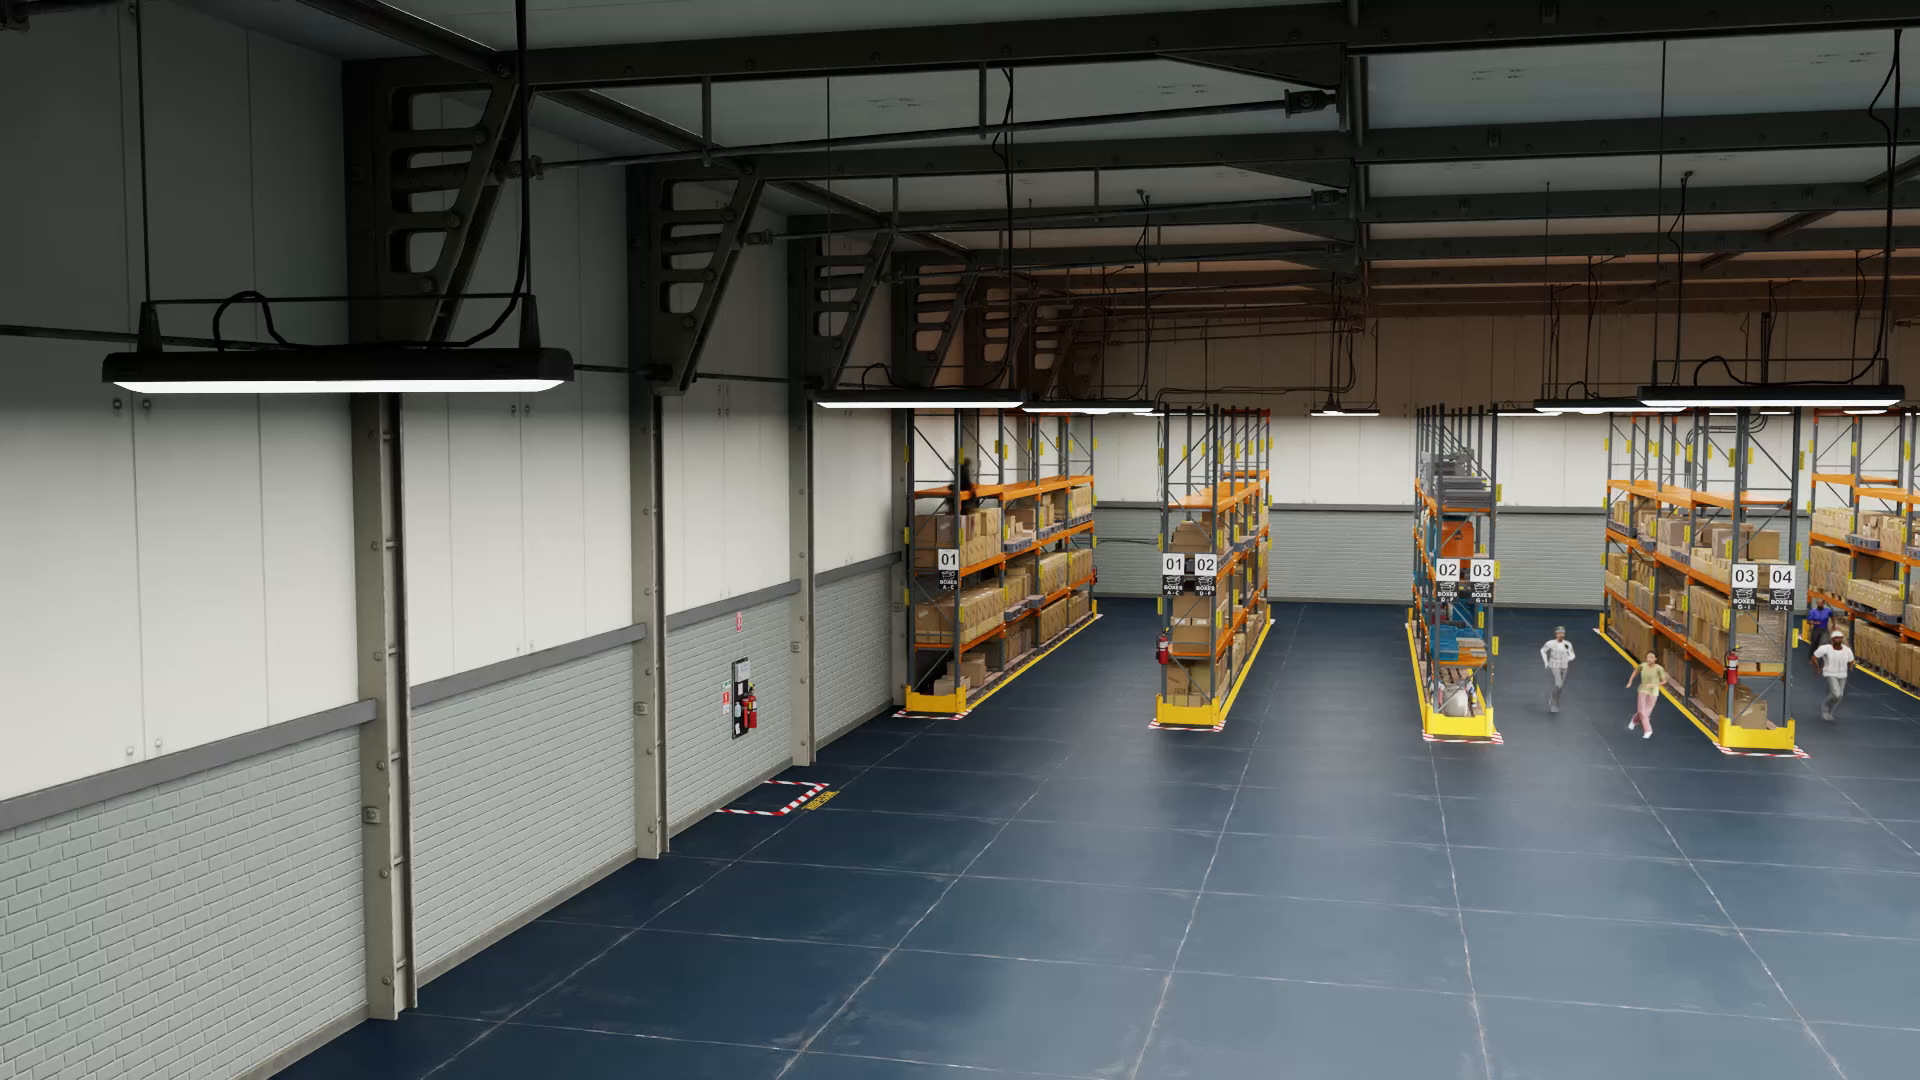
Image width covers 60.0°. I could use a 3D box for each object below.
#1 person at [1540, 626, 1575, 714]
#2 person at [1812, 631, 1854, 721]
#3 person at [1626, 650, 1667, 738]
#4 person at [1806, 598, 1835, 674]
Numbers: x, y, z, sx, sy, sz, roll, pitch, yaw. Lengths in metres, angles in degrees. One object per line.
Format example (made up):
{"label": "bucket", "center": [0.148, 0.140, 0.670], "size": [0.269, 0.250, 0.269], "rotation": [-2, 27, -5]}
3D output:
{"label": "person", "center": [11.678, 2.522, 32.396], "size": [0.561, 1.714, 0.675], "rotation": [0, 4, -6]}
{"label": "person", "center": [16.486, 2.568, 31.273], "size": [0.666, 1.724, 0.657], "rotation": [0, 4, -2]}
{"label": "person", "center": [12.403, 2.777, 30.047], "size": [0.686, 1.588, 0.612], "rotation": [2, 5, 26]}
{"label": "person", "center": [19.529, 2.154, 37.762], "size": [0.595, 1.699, 0.896], "rotation": [2, 4, 22]}
